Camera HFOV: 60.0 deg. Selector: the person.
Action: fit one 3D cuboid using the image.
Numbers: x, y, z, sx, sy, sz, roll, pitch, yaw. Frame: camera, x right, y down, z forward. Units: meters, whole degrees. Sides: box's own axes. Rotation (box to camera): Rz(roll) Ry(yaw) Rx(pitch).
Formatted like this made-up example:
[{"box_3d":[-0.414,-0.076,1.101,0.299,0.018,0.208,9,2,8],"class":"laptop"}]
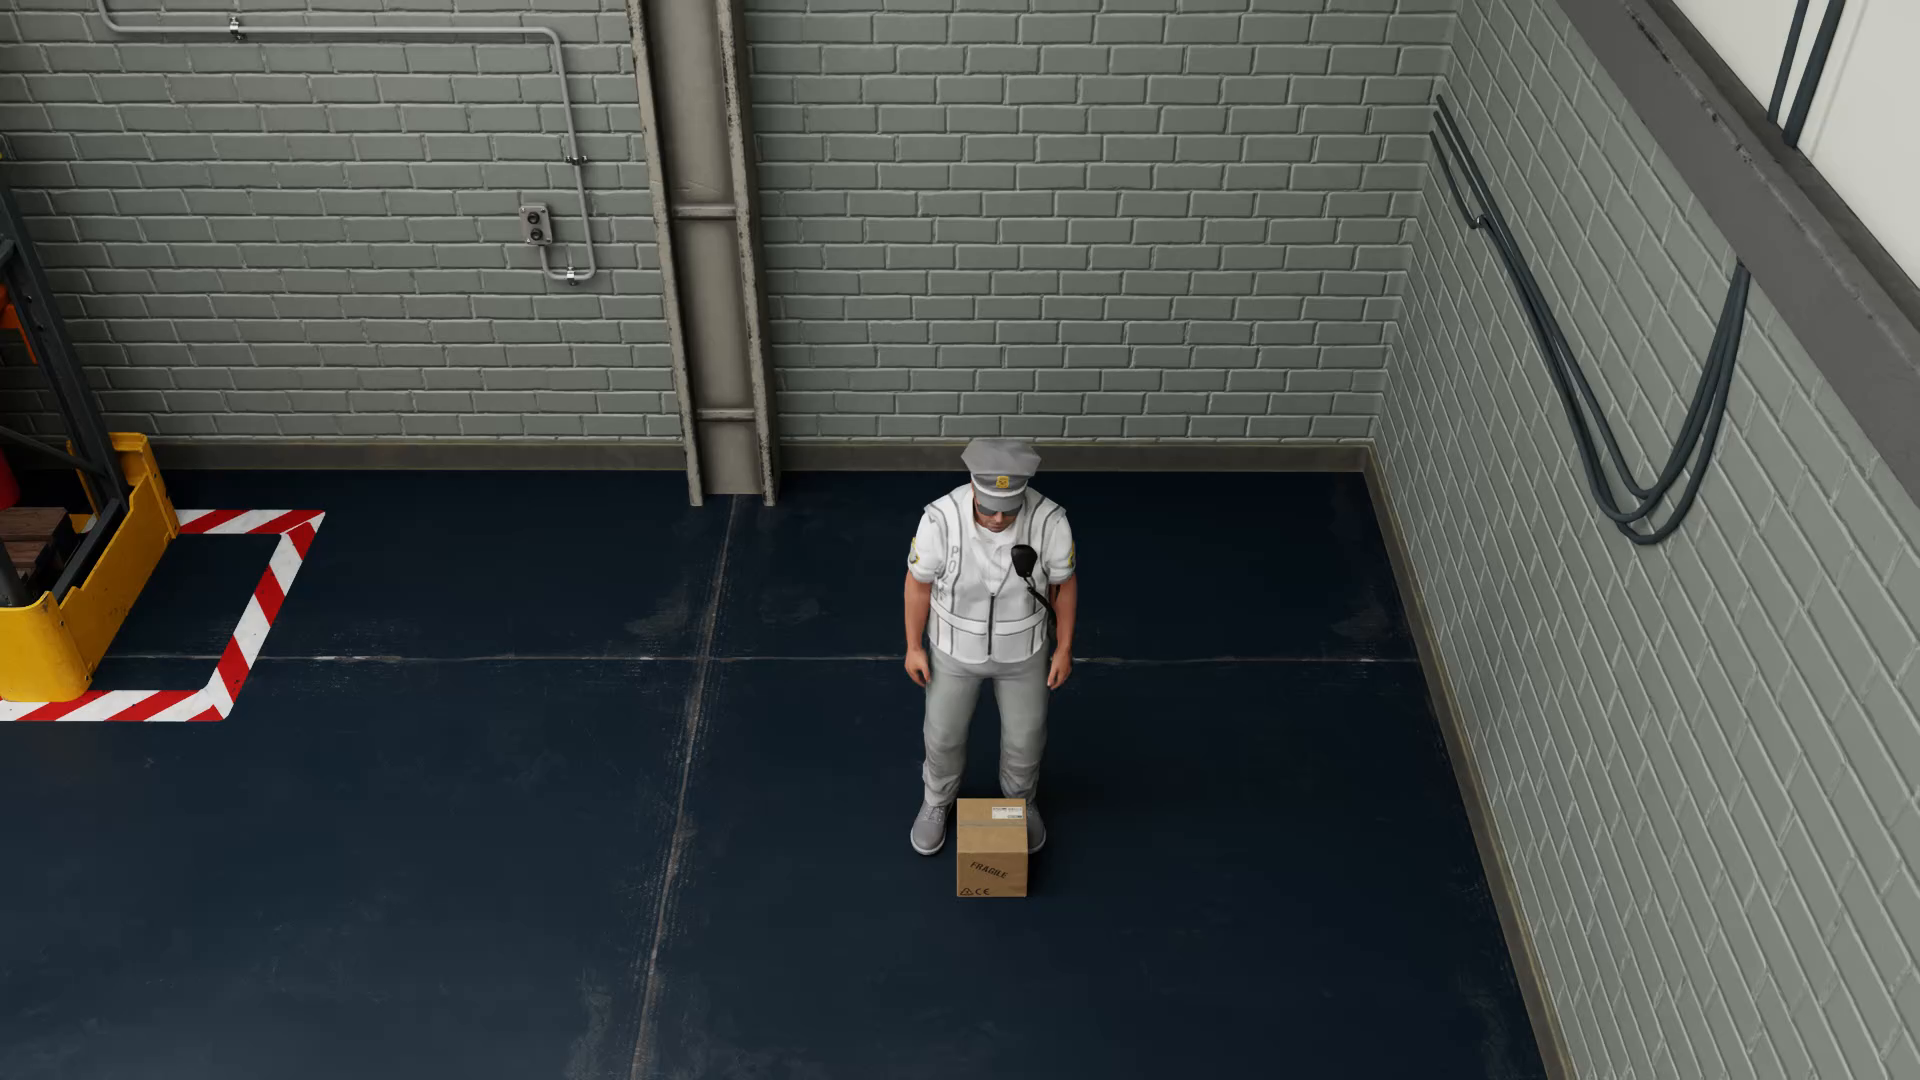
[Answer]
[{"box_3d":[0.102,0.354,5.719,0.586,1.745,0.439,0,39,0],"class":"person"}]
